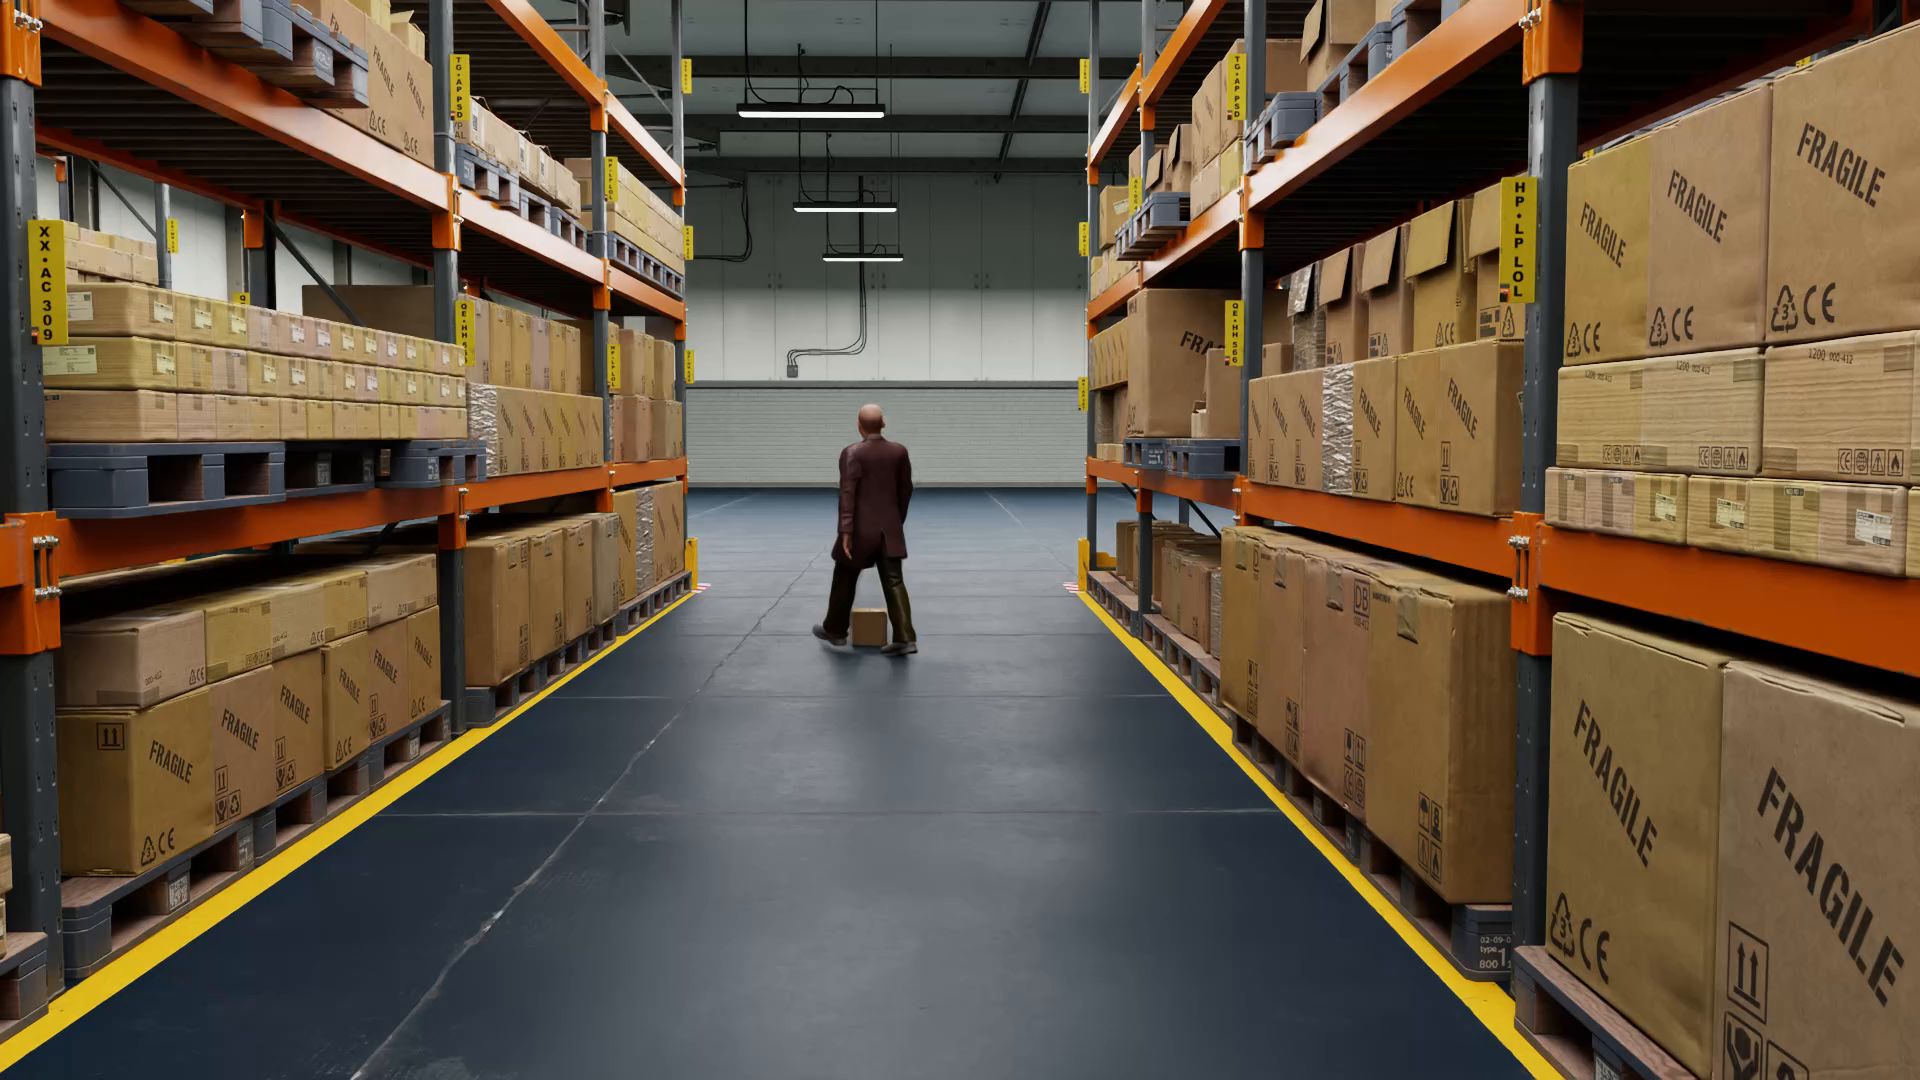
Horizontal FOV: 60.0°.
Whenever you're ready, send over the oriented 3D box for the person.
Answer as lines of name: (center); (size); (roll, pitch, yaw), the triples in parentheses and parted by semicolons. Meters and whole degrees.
person: (-0.684, -0.074, 11.704); (0.627, 1.758, 1.023); (-2, 4, -27)
